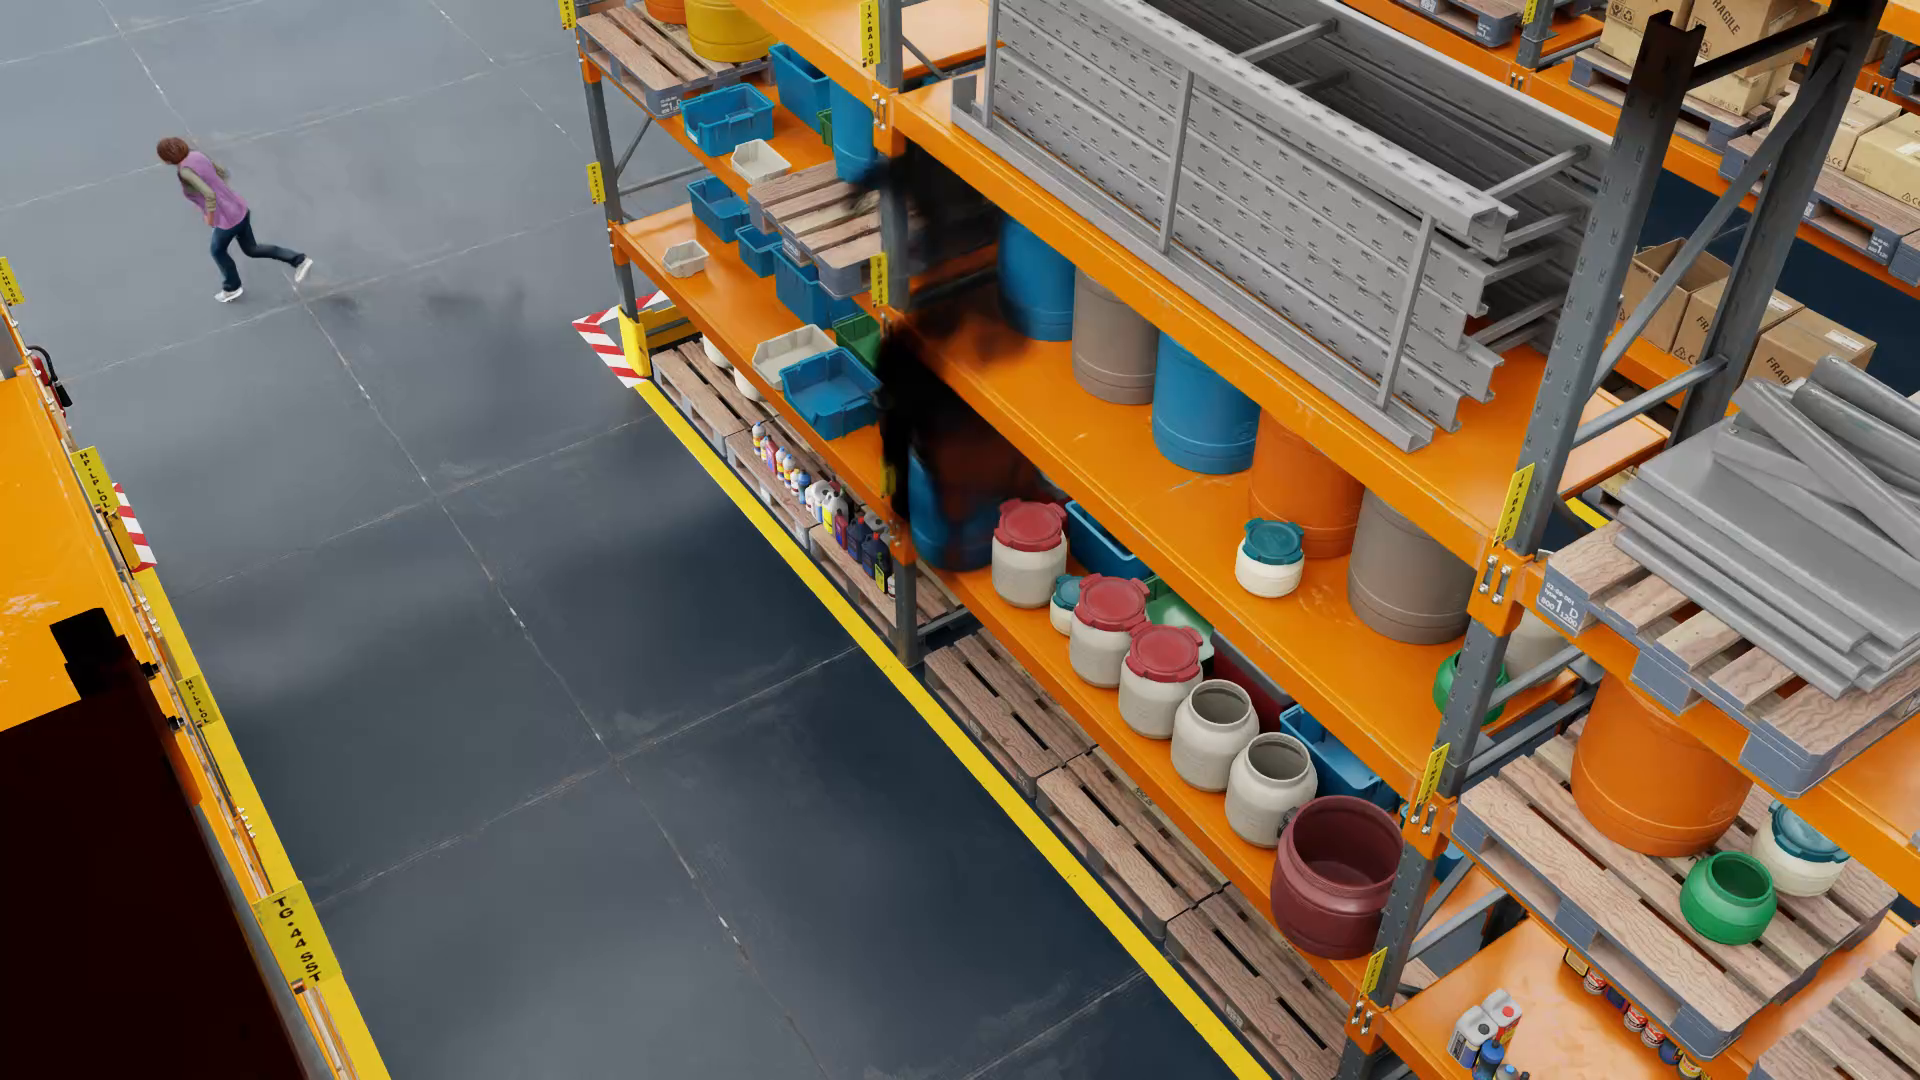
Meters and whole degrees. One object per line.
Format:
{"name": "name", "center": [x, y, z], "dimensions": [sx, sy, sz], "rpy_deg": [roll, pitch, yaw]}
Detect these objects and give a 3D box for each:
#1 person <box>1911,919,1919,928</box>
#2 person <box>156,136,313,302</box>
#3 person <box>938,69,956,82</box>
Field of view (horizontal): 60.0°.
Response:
{"name": "person", "center": [5.091, 1.968, 8.347], "dimensions": [0.669, 1.733, 0.760], "rpy_deg": [-31, 51, -29]}
{"name": "person", "center": [-5.815, -2.577, 13.463], "dimensions": [0.899, 1.549, 0.560], "rpy_deg": [-7, 43, -7]}
{"name": "person", "center": [-0.297, -5.081, 16.074], "dimensions": [0.577, 1.629, 0.592], "rpy_deg": [-8, 43, -9]}
